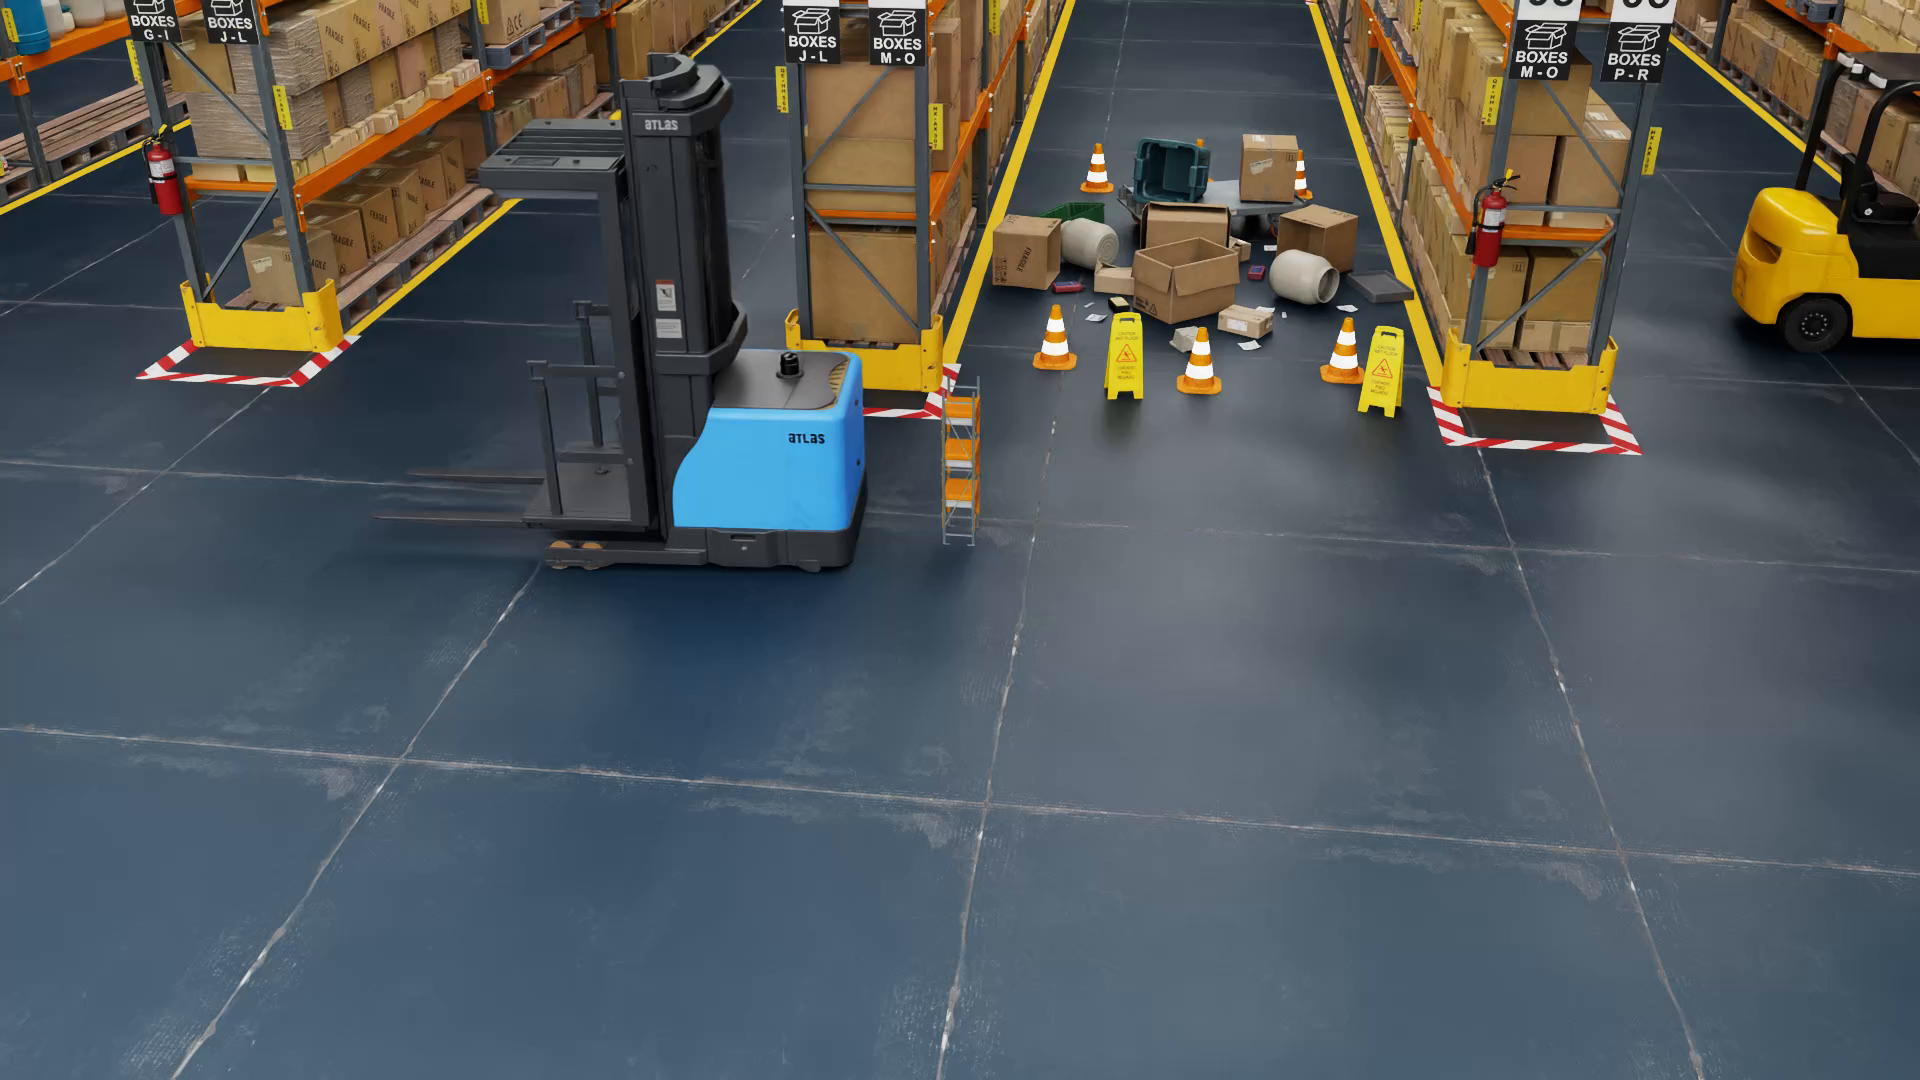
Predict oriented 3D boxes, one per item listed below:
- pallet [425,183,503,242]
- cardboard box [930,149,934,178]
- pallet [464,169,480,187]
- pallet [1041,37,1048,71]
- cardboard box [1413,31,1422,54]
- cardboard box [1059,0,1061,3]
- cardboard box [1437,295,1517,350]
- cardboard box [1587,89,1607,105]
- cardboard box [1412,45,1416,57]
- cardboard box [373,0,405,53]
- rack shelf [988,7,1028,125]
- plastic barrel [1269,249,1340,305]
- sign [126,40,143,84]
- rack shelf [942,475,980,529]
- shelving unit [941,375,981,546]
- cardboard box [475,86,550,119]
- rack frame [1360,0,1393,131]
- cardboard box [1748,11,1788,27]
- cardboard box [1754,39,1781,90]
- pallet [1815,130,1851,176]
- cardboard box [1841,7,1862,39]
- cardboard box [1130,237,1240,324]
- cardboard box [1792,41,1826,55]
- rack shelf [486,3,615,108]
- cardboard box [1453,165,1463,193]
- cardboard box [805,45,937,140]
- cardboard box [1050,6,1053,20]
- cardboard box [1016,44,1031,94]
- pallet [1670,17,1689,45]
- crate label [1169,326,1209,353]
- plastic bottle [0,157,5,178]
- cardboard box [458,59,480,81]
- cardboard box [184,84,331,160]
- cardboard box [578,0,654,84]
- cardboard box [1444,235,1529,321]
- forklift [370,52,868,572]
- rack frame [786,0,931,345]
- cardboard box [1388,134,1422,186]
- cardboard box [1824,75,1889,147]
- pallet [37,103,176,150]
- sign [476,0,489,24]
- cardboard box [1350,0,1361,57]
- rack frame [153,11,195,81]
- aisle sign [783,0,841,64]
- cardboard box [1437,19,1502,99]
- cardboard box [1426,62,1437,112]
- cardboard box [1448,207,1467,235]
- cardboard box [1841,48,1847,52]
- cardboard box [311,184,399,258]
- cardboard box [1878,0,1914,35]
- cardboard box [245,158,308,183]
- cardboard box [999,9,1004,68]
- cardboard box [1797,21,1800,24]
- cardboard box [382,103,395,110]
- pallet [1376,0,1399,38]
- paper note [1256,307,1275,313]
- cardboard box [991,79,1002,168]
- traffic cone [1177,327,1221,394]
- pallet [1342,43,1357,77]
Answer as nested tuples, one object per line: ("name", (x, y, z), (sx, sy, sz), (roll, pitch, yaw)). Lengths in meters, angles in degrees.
("pallet", (-5.190, -3.237, 16.328), (1.003, 0.211, 1.213), (3, 28, 6))
("cardboard box", (-0.677, -3.068, 12.915), (0.875, 0.550, 0.550), (3, 28, 6))
("pallet", (-5.049, -3.922, 17.599), (1.003, 0.211, 1.213), (3, 28, 6))
("pallet", (0.653, -6.618, 22.605), (1.003, 0.211, 1.213), (3, 28, 6))
("cardboard box", (4.521, -4.797, 15.423), (0.500, 0.500, 0.500), (3, 28, 5))
("cardboard box", (1.345, -8.278, 25.309), (0.380, 0.149, 0.250), (2, 28, 4))
("cardboard box", (4.037, -1.706, 13.002), (0.500, 0.250, 0.500), (3, 28, 6))
("cardboard box", (4.657, -3.190, 12.881), (0.500, 0.500, 0.500), (3, 28, 5))
("cardboard box", (4.531, -4.662, 15.856), (0.380, 0.149, 0.250), (3, 28, 5))
("cardboard box", (-5.112, -4.464, 14.193), (0.500, 0.500, 0.500), (3, 28, 6))
("rack shelf", (0.012, -5.072, 17.552), (1.077, 0.370, 4.000), (3, 28, 6))
("plastic barrel", (2.953, -2.250, 14.272), (0.421, 0.421, 0.512), (-24, 36, -37))
("sign", (-6.182, -3.590, 12.490), (0.100, 0.325, 0.005), (3, 28, 6))
("rack shelf", (0.007, -0.233, 10.477), (0.215, 0.259, 0.240), (3, 28, 6))
("shelving unit", (0.007, -0.487, 10.340), (0.215, 1.050, 0.252), (3, 28, 6))
("cardboard box", (-4.901, -4.651, 18.183), (0.700, 0.500, 0.500), (1, 28, 2))
("rack frame", (5.182, -6.090, 18.683), (1.000, 3.000, 0.127), (3, 28, 6))
("cardboard box", (10.314, -6.646, 21.225), (0.380, 0.149, 0.250), (2, 28, 4))
("cardboard box", (10.126, -5.826, 20.386), (0.500, 0.500, 0.500), (2, 28, 4))
("pallet", (9.970, -4.190, 18.097), (1.003, 0.211, 1.213), (3, 28, 6))
("cardboard box", (9.812, -5.542, 17.825), (0.500, 0.250, 0.500), (3, 29, 6))
("cardboard box", (1.905, -2.199, 14.093), (0.797, 0.503, 0.637), (-17, 33, -29))
("cardboard box", (10.074, -5.793, 19.642), (0.380, 0.149, 0.250), (4, 29, 8))
("rack shelf", (-4.898, -5.407, 18.175), (1.077, 0.370, 4.000), (3, 28, 6))
("cardboard box", (4.011, -2.770, 12.786), (0.380, 0.149, 0.250), (4, 29, 7))
("cardboard box", (-0.639, -3.278, 12.167), (0.875, 0.550, 0.550), (3, 28, 6))
("cardboard box", (1.109, -7.425, 23.412), (0.380, 0.149, 0.250), (5, 29, 9))
("cardboard box", (0.597, -5.732, 20.212), (0.500, 0.500, 0.500), (2, 28, 4))
("pallet", (10.831, -7.357, 23.976), (1.003, 0.211, 1.213), (3, 28, 6))
("crate label", (1.866, -1.619, 13.403), (0.250, 0.136, 0.298), (-11, 30, -20))
("plastic bottle", (-9.790, -3.823, 16.875), (0.061, 0.283, 0.133), (5, 29, 9))
("cardboard box", (-4.878, -4.554, 16.097), (0.380, 0.149, 0.250), (3, 28, 6))
("cardboard box", (-5.539, -3.332, 13.145), (0.875, 0.500, 0.500), (3, 28, 6))
("cardboard box", (-4.548, -6.239, 20.757), (1.225, 0.875, 0.875), (2, 28, 4))
("cardboard box", (4.042, -2.021, 12.796), (0.500, 0.500, 0.500), (4, 29, 7))
("forklift", (-2.143, -1.354, 9.966), (3.031, 2.935, 1.130), (2, 28, 3))
("rack frame", (-0.723, -2.564, 12.139), (1.000, 3.000, 0.127), (3, 28, 6))
("cardboard box", (4.839, -3.820, 16.799), (0.950, 0.372, 0.625), (5, 29, 9))
("cardboard box", (10.019, -4.650, 18.071), (0.875, 0.625, 0.625), (4, 29, 8))
("pallet", (-9.854, -4.791, 19.212), (1.003, 0.211, 1.213), (3, 28, 6))
("sign", (-4.604, -5.136, 16.000), (0.100, 0.325, 0.005), (3, 28, 6))
("cardboard box", (5.676, -6.926, 22.032), (0.875, 0.875, 0.875), (4, 29, 8))
("rack frame", (-9.569, -6.953, 20.286), (1.000, 3.000, 0.127), (3, 28, 6))
("aisle sign", (-1.029, -3.693, 11.493), (0.394, 0.787, 0.004), (3, 28, 6))
("cardboard box", (4.078, -3.676, 12.730), (0.700, 0.500, 0.500), (3, 28, 6))
("cardboard box", (4.323, -3.953, 14.298), (0.500, 0.500, 0.500), (3, 28, 6))
("cardboard box", (4.020, -2.483, 12.970), (0.380, 0.149, 0.250), (4, 29, 8))
("cardboard box", (10.492, -5.646, 19.367), (0.380, 0.149, 0.250), (4, 29, 7))
("cardboard box", (-5.405, -2.854, 14.870), (0.500, 0.500, 0.500), (6, 29, 11))
("cardboard box", (9.668, -5.281, 16.814), (0.500, 0.250, 0.500), (3, 28, 5))
("cardboard box", (-5.362, -2.910, 13.045), (0.380, 0.149, 0.250), (3, 28, 6))
("cardboard box", (0.160, -4.961, 16.482), (0.500, 0.500, 0.500), (4, 29, 7))
("cardboard box", (10.787, -6.505, 20.962), (0.380, 0.149, 0.250), (2, 28, 4))
("cardboard box", (-5.183, -3.735, 14.578), (0.380, 0.149, 0.250), (3, 28, 6))
("pallet", (5.201, -5.664, 18.094), (1.213, 0.211, 1.003), (3, 28, 6))
("paper note", (2.595, -1.964, 14.167), (0.148, 0.019, 0.142), (14, 31, 24))
("cardboard box", (-0.124, -4.393, 17.462), (1.050, 0.750, 0.750), (3, 28, 6))
("traffic cone", (1.831, -1.389, 12.632), (0.336, 0.463, 0.334), (3, 28, 6))
("pallet", (5.653, -6.377, 22.157), (1.003, 0.211, 1.213), (3, 28, 6))
